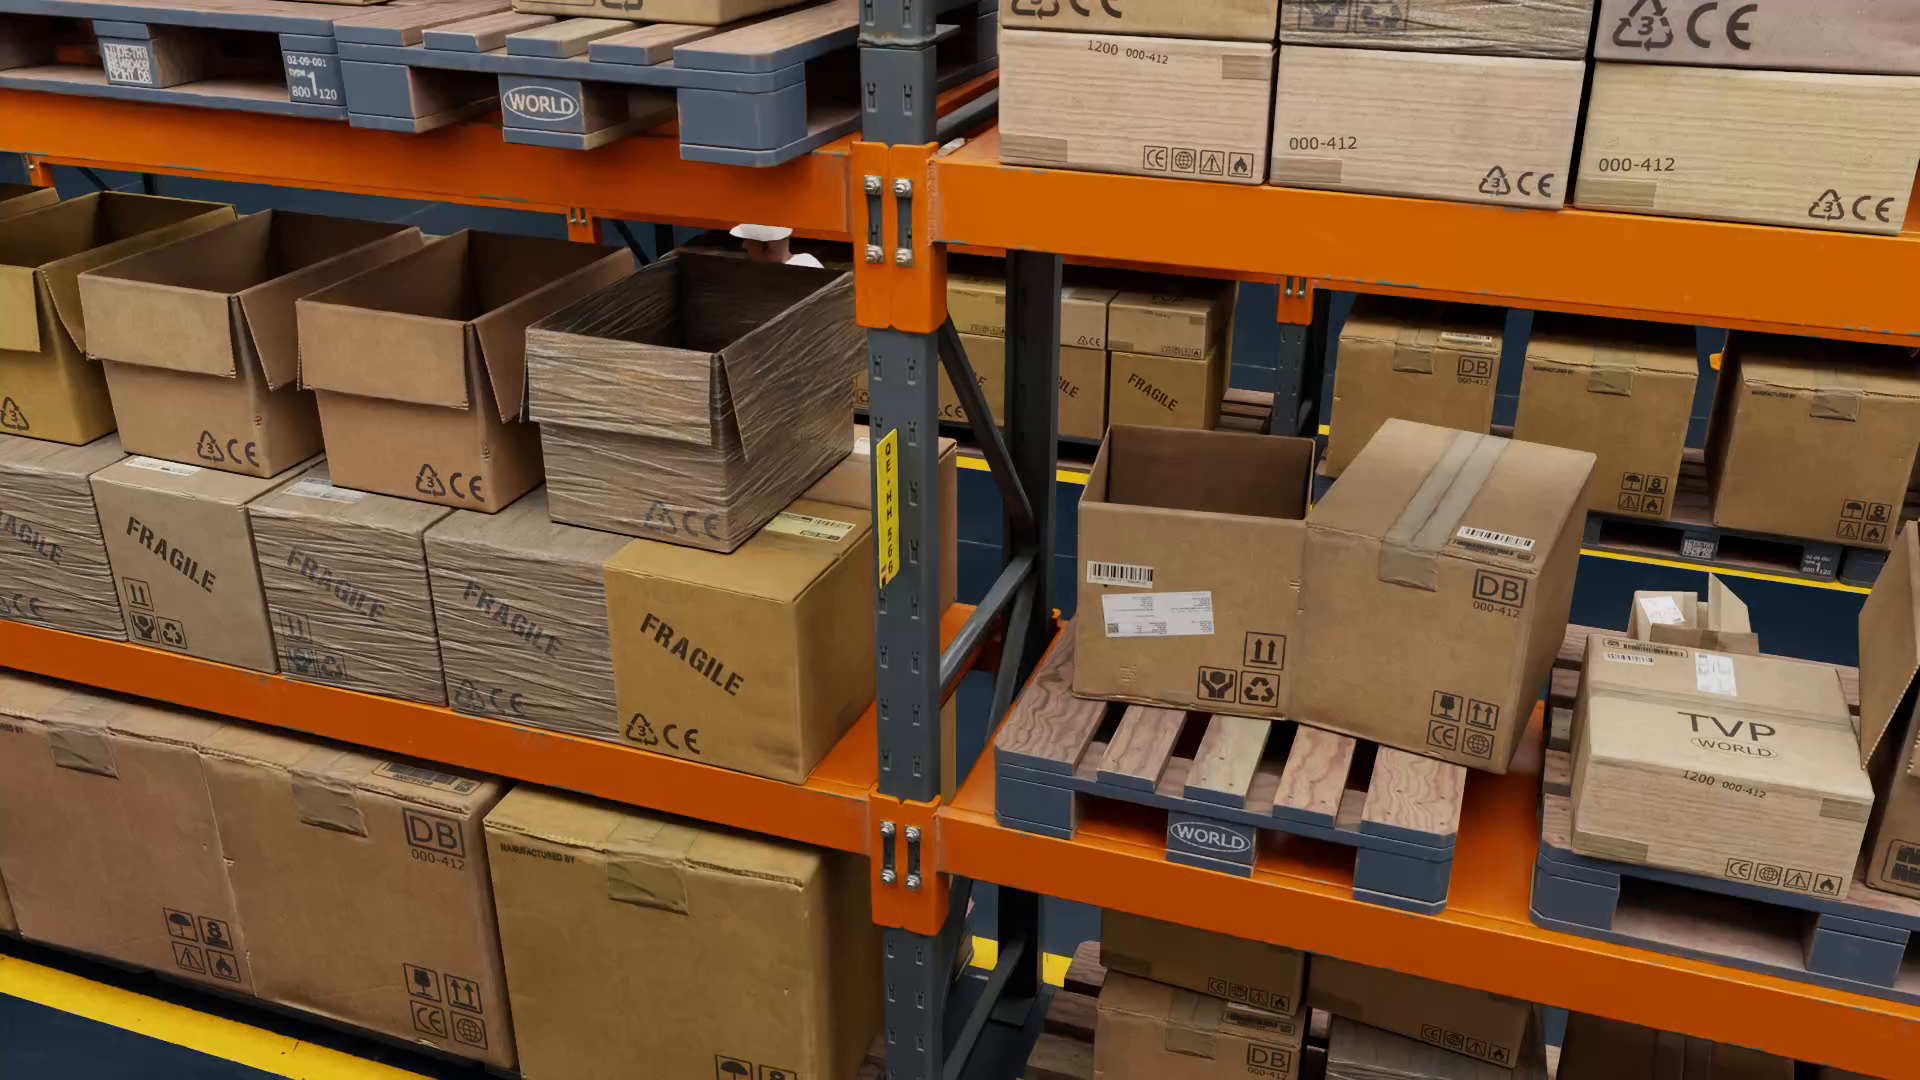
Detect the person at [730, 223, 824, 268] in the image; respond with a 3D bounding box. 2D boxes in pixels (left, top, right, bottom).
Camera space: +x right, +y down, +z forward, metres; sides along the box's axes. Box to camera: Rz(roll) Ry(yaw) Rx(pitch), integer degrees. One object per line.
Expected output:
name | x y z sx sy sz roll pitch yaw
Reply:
person | -0.757 -0.644 7.451 0.452 1.771 0.617 7 26 15
